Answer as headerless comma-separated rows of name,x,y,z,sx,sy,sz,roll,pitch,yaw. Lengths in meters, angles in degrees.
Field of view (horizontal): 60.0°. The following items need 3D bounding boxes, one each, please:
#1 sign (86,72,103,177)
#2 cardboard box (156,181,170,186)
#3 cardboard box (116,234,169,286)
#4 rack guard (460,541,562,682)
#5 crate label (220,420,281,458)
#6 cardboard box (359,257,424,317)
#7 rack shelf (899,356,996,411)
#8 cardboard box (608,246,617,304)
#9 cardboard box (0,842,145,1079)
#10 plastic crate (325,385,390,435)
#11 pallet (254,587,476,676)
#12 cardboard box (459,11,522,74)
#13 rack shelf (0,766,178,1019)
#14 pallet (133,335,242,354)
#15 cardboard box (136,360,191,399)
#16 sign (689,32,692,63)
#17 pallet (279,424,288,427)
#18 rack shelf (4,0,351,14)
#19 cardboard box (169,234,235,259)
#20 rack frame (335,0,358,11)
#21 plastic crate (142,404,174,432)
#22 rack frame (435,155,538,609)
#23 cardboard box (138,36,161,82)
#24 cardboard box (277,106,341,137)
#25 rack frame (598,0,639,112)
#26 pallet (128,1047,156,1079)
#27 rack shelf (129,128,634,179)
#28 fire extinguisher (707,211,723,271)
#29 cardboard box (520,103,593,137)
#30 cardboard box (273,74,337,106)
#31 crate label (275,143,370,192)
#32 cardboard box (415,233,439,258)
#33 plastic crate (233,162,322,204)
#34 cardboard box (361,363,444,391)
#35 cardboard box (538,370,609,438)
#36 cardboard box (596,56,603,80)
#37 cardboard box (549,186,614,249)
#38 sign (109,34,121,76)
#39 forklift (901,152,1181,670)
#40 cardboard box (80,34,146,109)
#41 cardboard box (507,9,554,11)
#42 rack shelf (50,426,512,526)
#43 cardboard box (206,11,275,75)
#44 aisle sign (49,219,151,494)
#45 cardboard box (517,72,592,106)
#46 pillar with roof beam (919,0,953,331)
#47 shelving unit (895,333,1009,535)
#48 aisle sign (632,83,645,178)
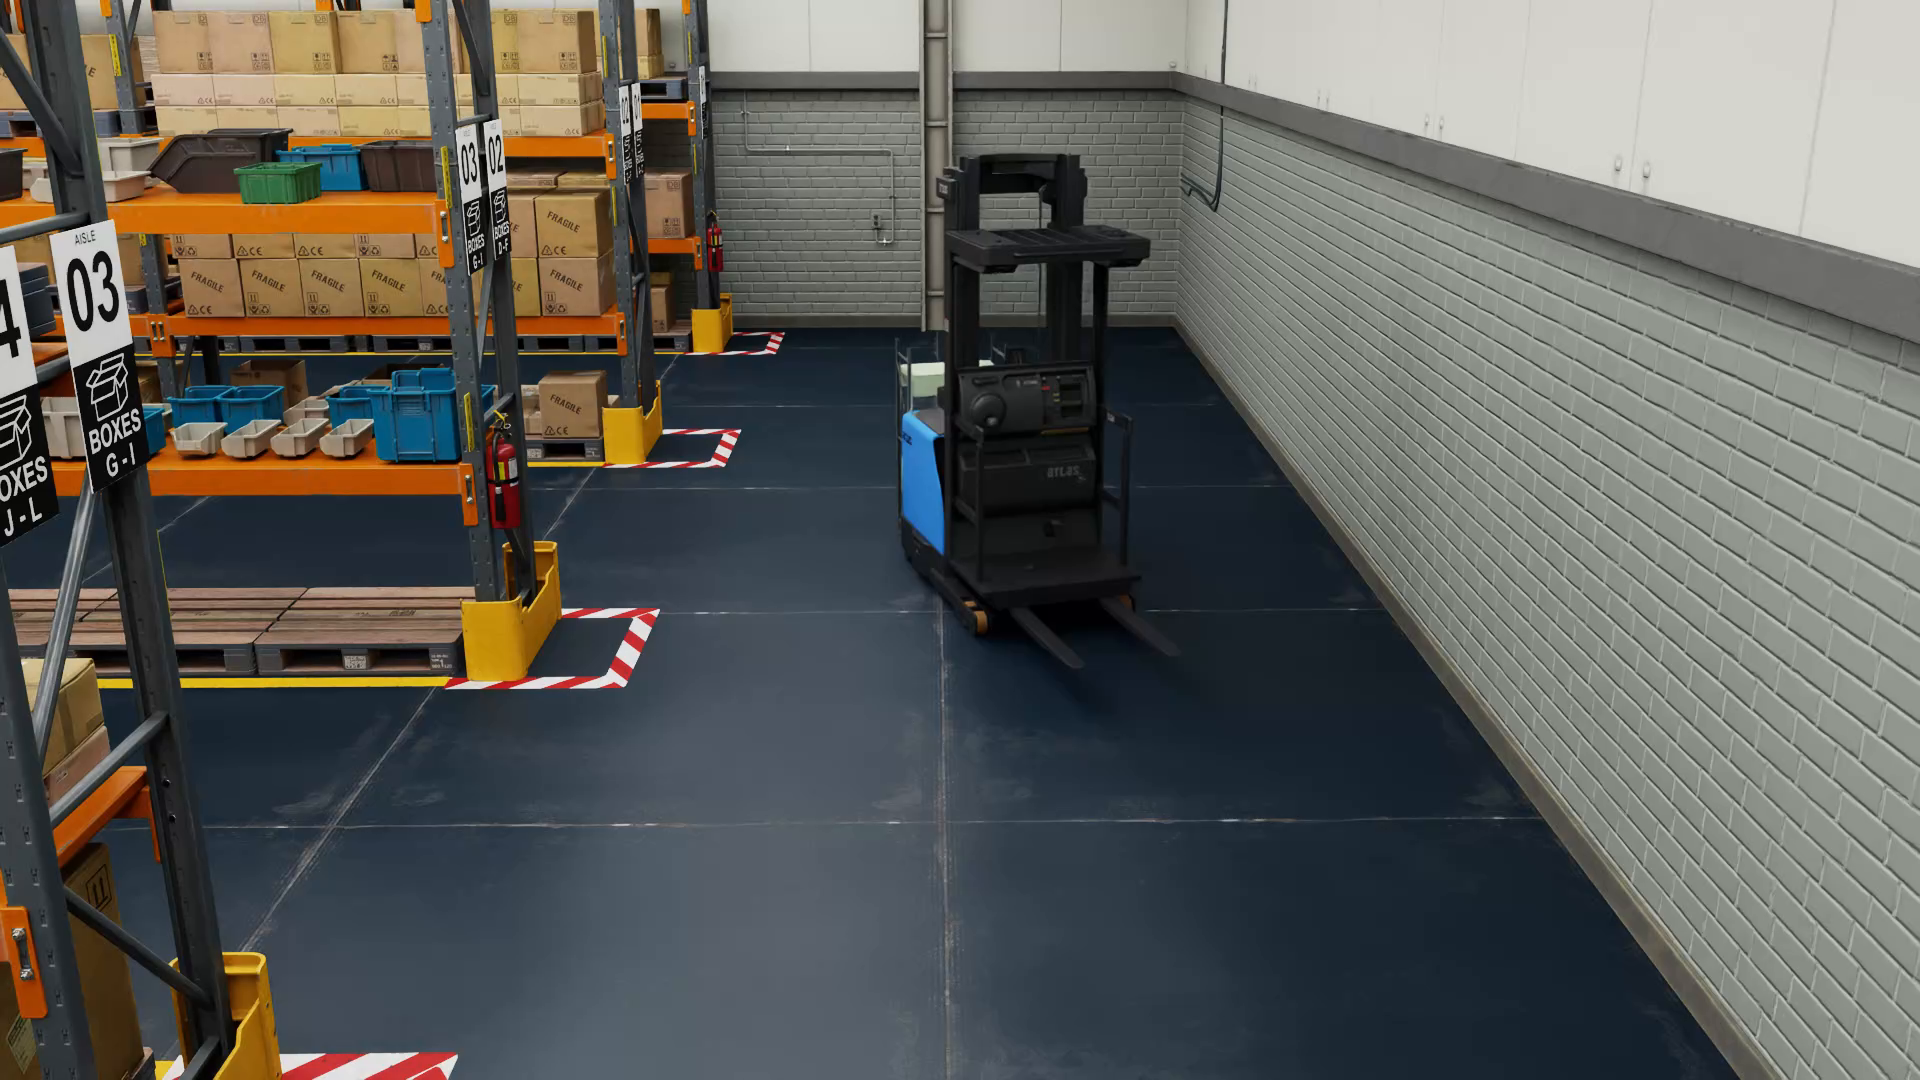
sign,-2.738,-1.298,5.213,0.005,0.325,0.100,0,18,-1
cardboard box,-8.939,-3.876,19.036,0.500,0.500,0.500,0,18,1
cardboard box,-7.365,-2.566,14.786,0.500,0.500,0.700,-6,19,-19
rack guard,-2.790,0.427,10.398,0.348,0.500,1.175,0,18,-1
crate label,-4.194,-0.597,9.832,0.243,0.136,0.396,0,18,-1
cardboard box,-4.853,-2.228,14.418,0.500,0.500,0.500,-1,18,-2
rack shelf,-0.062,-1.121,12.308,0.720,0.370,0.431,-5,18,-15
cardboard box,-3.336,-2.398,14.949,0.500,0.500,0.500,0,18,0
cardboard box,-3.374,1.593,5.463,0.875,0.875,0.875,0,18,-1
plastic crate,-3.724,-0.804,10.320,0.300,0.233,0.416,0,18,-1
pallet,-3.639,0.561,10.454,1.213,0.211,1.003,0,18,-1
cardboard box,-3.903,-4.240,14.143,0.500,0.500,0.700,0,18,-1
rack shelf,-4.735,1.106,5.368,4.000,0.370,1.077,0,18,-1
pallet,-8.963,-2.404,19.697,1.213,0.211,1.003,0,18,-1
cardboard box,-7.375,-1.344,15.199,0.500,0.500,0.500,-1,18,-3
sign,-2.976,-5.431,18.338,0.005,0.325,0.100,0,18,-1
pallet,-6.201,-0.928,15.095,1.213,0.211,1.003,0,18,-1
rack shelf,-8.969,-6.080,18.601,4.000,0.370,1.077,0,18,-1
cardboard box,-6.412,-2.693,14.231,0.500,0.500,0.500,0,18,1
rack frame,-6.970,-6.622,18.460,0.127,3.000,1.000,0,18,-1
plastic crate,-5.077,-0.743,10.287,0.466,0.136,0.293,0,18,-1
rack frame,-2.814,-0.759,10.004,0.127,3.000,1.000,0,18,-1
cardboard box,-8.909,-5.475,18.910,0.500,0.500,0.700,0,18,-1
cardboard box,-5.398,-3.540,14.006,0.500,0.250,0.500,0,18,-1
rack frame,-2.888,-5.129,13.804,0.127,3.000,1.000,0,18,-1
pallet,-3.534,2.109,5.628,1.213,0.211,1.003,0,18,-1
rack shelf,-4.888,-3.348,14.342,4.000,0.370,1.077,0,18,-1
fire extinguisher,-2.812,-3.430,19.068,0.183,0.674,0.296,0,18,-1
cardboard box,-3.398,-3.546,14.026,0.500,0.250,0.500,0,18,-1
cardboard box,-5.398,-3.776,13.925,0.500,0.250,0.500,0,18,-1
crate label,-3.741,-2.211,9.862,0.502,0.251,0.408,0,18,-1
cardboard box,-4.352,-2.703,14.263,0.500,0.500,0.500,0,18,1
plastic crate,-3.796,-1.995,9.291,0.336,0.188,0.450,0,18,-1
cardboard box,-5.009,-1.284,15.007,0.637,0.503,0.797,0,18,-1
cardboard box,-3.428,-1.214,14.792,0.500,0.500,0.500,0,18,-1
cardboard box,-4.219,-5.302,18.649,0.500,0.250,0.500,-1,18,-3
cardboard box,-3.336,-2.874,14.796,0.500,0.500,0.500,0,18,1
sign,-6.875,-3.945,13.534,0.005,0.325,0.100,0,18,-1
forklift,0.508,-0.917,10.608,1.130,2.935,3.031,-6,19,-17
cardboard box,-7.393,-3.996,14.169,0.600,0.600,0.600,-2,18,-6
cardboard box,-4.720,-5.656,18.523,0.500,0.500,0.500,-1,18,-3
rack shelf,-4.814,-0.407,10.084,4.000,0.370,1.077,0,18,-1
cardboard box,-5.900,-4.178,13.950,0.500,0.500,0.700,0,18,-1
aisle sign,-2.668,-0.576,5.178,0.004,0.787,0.394,0,18,-1
cardboard box,-3.398,-3.787,13.958,0.500,0.250,0.500,0,18,-1
pillar with roof beam,-0.216,-5.604,15.285,0.400,9.000,9.100,0,18,-1
shelving unit,-0.062,-0.749,12.427,0.755,1.500,0.431,-5,18,-15
aisle sign,-2.825,-3.600,14.603,0.004,0.787,0.394,0,18,-1
